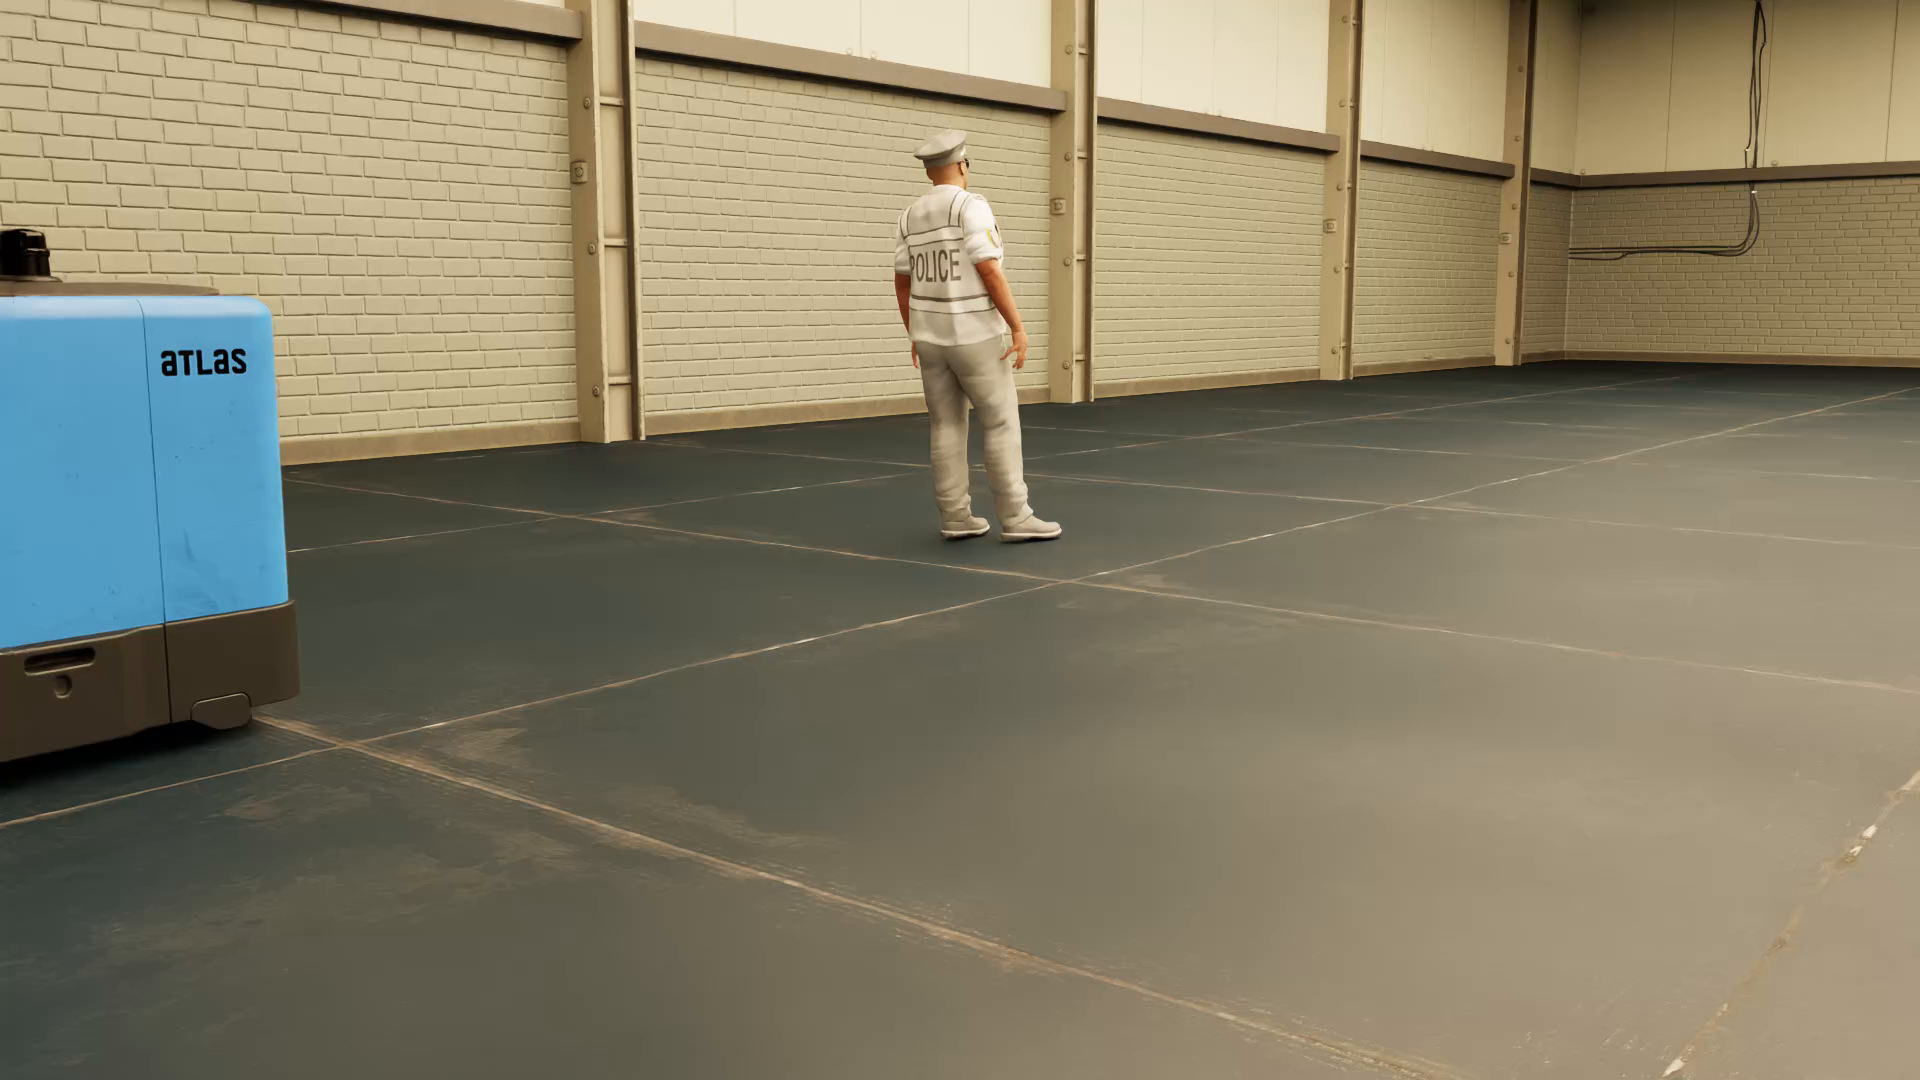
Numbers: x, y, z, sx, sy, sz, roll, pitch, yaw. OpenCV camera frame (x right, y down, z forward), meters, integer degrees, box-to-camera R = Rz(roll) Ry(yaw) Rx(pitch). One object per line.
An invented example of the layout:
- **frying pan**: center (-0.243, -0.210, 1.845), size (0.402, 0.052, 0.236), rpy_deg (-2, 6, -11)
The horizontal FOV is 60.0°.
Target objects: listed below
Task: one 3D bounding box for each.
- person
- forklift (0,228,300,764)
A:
- **person**: center (0.058, -0.896, 7.327), size (0.640, 1.781, 0.575), rpy_deg (7, 11, 38)
- **forklift**: center (-2.973, -0.859, 3.154), size (1.130, 2.935, 3.031), rpy_deg (6, 10, 37)
